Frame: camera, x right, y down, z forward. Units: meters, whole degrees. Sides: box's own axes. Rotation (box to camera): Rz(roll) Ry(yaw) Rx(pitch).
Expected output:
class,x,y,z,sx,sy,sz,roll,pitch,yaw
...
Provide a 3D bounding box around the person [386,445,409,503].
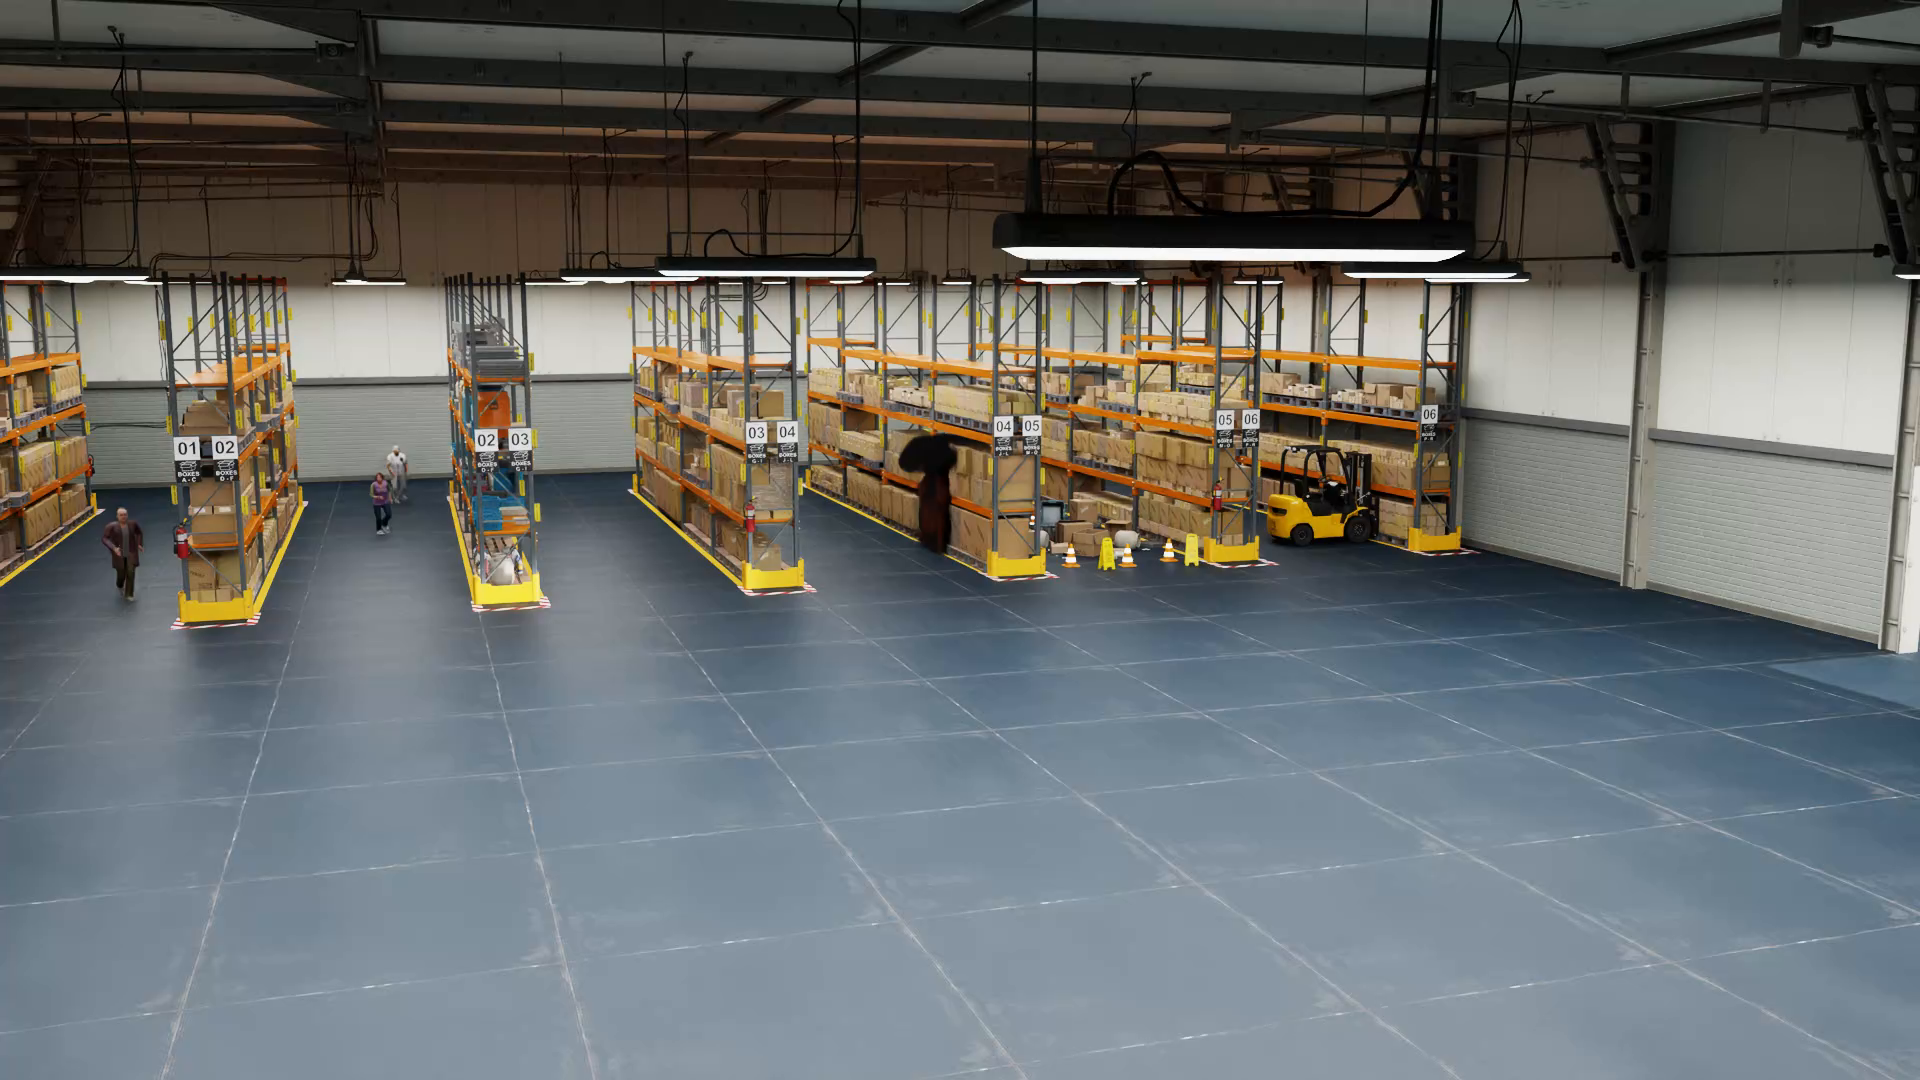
class,x,y,z,sx,sy,sz,roll,pitch,yaw
person,-15.093,-1.771,44.618,0.576,1.584,0.736,-5,10,-30

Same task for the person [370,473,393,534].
class,x,y,z,sx,sy,sz,roll,pitch,yaw
person,-13.464,-0.842,38.708,0.543,1.492,0.796,-5,10,-30

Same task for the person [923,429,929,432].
class,x,y,z,sx,sy,sz,roll,pitch,yaw
person,-0.880,-2.331,47.799,0.904,1.730,0.697,5,10,27

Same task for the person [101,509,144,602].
class,x,y,z,sx,sy,sz,roll,pitch,yaw
person,-15.442,0.306,30.690,0.708,1.635,0.861,-6,10,-33
